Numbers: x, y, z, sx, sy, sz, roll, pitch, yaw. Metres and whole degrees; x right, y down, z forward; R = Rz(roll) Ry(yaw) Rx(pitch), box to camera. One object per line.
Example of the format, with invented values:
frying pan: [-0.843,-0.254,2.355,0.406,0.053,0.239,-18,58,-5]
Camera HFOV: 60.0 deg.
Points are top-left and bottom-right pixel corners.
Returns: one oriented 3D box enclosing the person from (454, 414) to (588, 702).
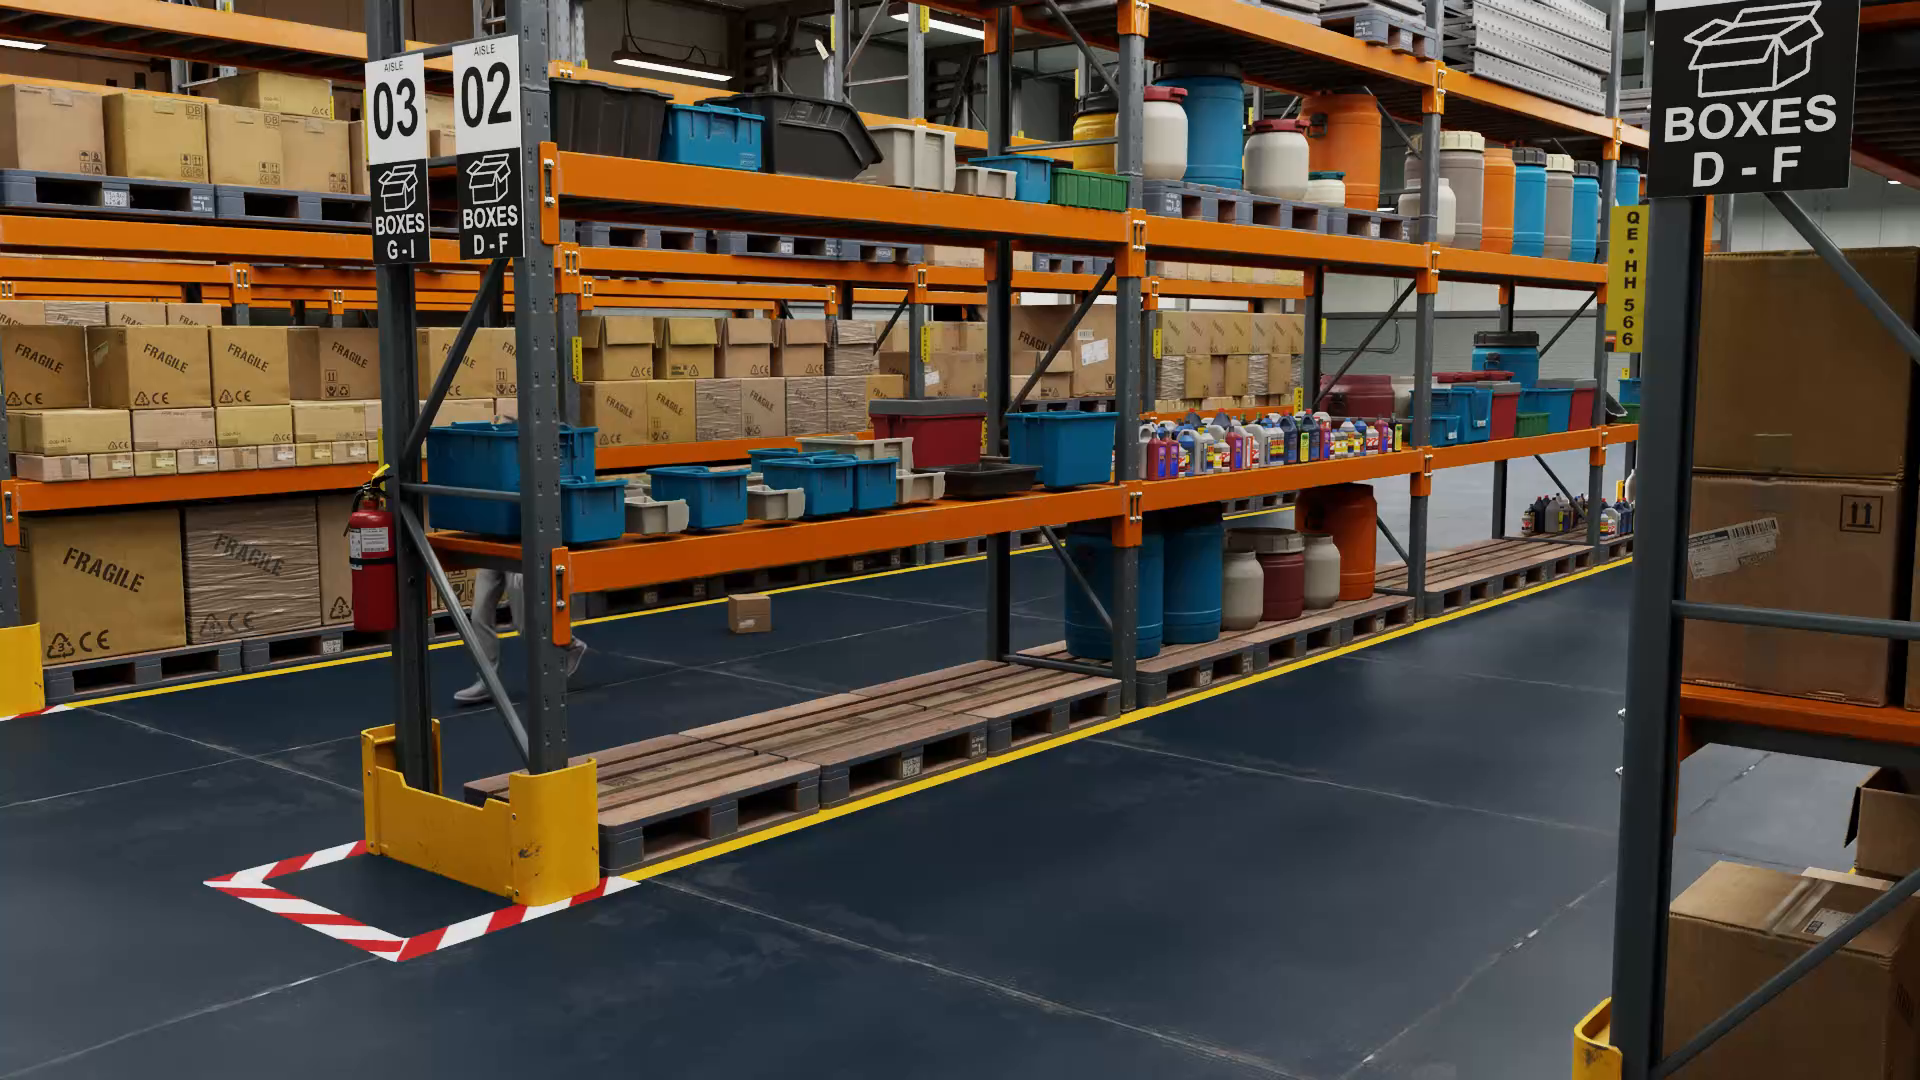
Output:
person: [-2.593,0.089,9.770,0.480,1.657,0.817,6,9,41]
